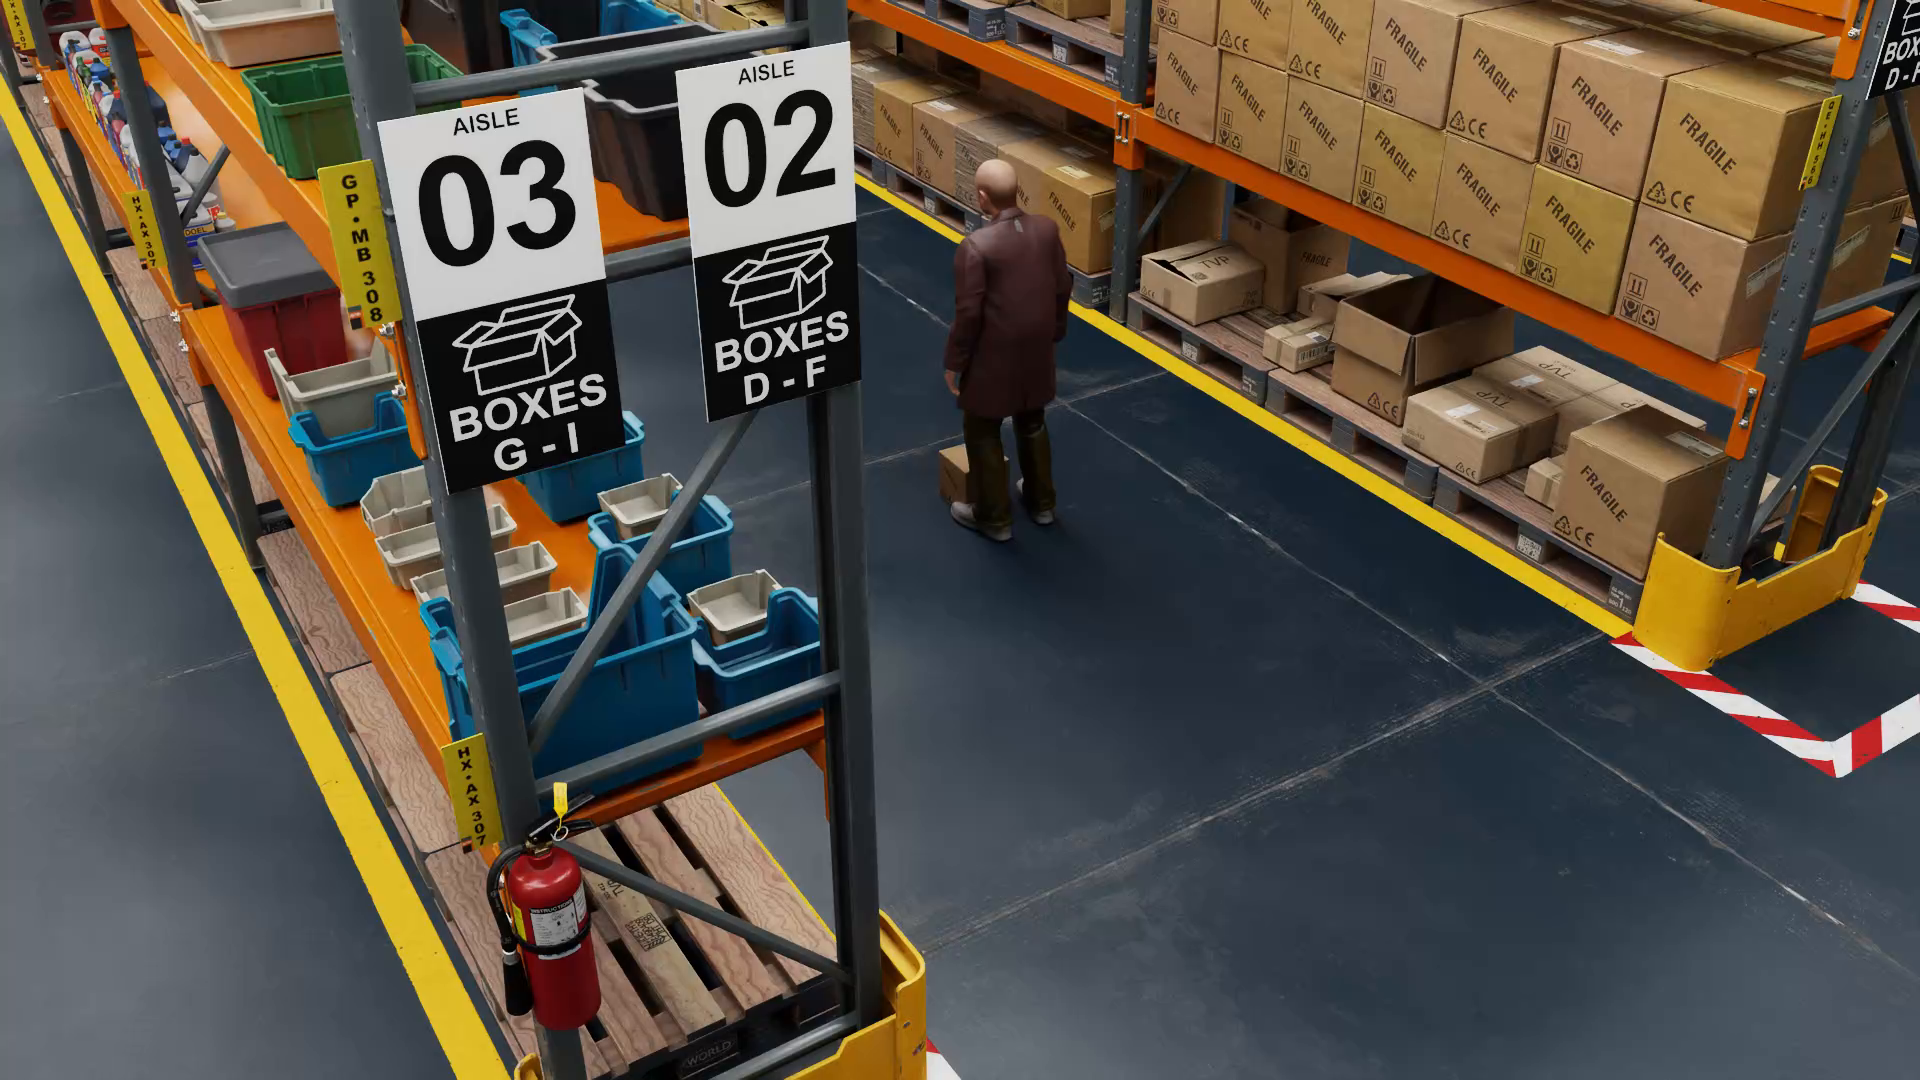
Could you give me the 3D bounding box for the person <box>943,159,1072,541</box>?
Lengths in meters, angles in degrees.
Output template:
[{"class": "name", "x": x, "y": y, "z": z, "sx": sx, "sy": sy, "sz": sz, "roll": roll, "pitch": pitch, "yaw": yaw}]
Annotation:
[{"class": "person", "x": 0.206, "y": -0.839, "z": 7.485, "sx": 0.652, "sy": 1.774, "sz": 0.417, "roll": -20, "pitch": 37, "yaw": -28}]
